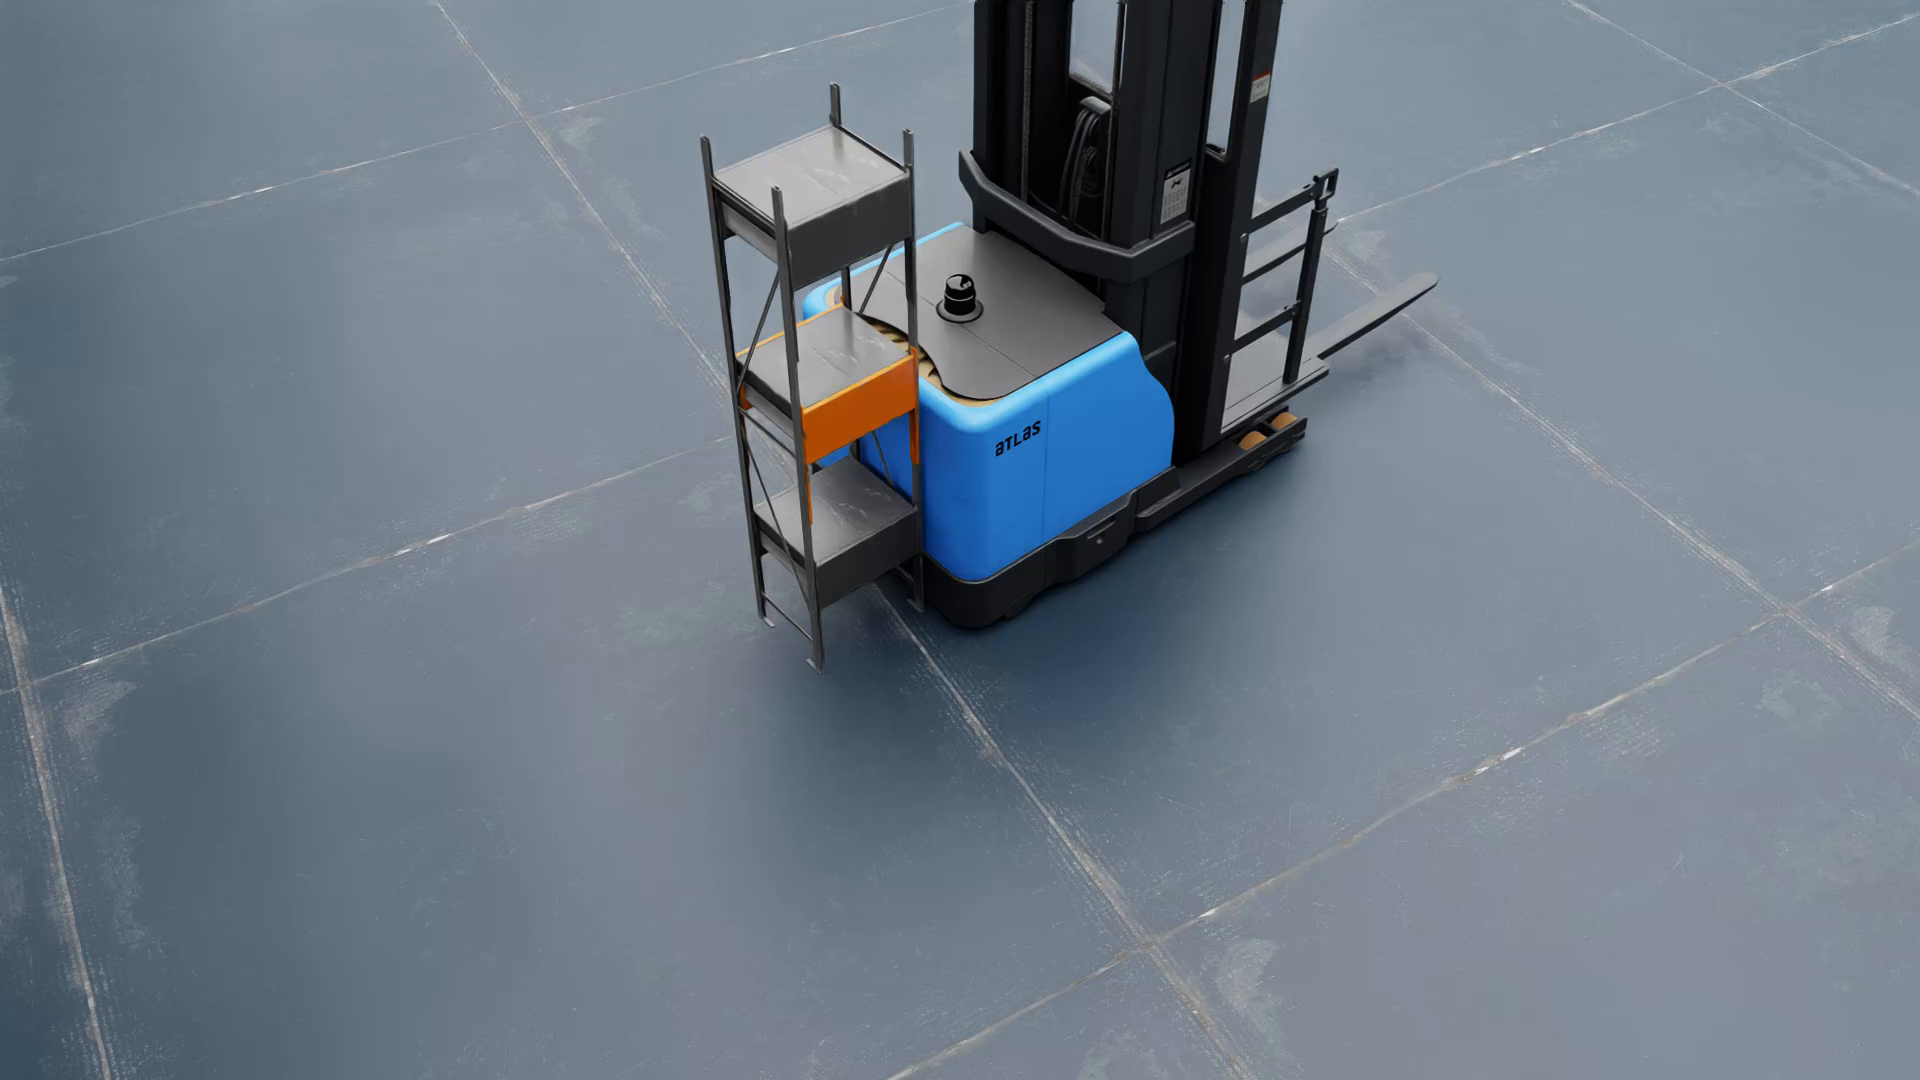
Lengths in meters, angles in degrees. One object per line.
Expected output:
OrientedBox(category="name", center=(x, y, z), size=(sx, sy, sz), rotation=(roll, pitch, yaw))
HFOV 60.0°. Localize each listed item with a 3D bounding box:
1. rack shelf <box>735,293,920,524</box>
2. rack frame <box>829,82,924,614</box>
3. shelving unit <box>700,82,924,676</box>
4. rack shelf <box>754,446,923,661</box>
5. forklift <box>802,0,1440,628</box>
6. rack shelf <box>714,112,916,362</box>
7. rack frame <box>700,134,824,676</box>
OrientedBox(category="rack shelf", center=(-0.460, -0.455, 5.731), size=(0.480, 0.518, 0.431), rotation=(-31, 52, -28))
OrientedBox(category="rack frame", center=(-0.274, -0.575, 5.835), size=(0.015, 2.100, 0.400), rotation=(-31, 52, -28))
OrientedBox(category="shelving unit", center=(-0.460, -0.465, 5.722), size=(0.503, 2.100, 0.431), rotation=(-31, 52, -28))
OrientedBox(category="rack shelf", center=(-0.460, 0.047, 6.219), size=(0.480, 0.518, 0.431), rotation=(-31, 52, -28))
OrientedBox(category="forklift", center=(0.850, -1.598, 6.292), size=(3.031, 2.935, 1.130), rotation=(-31, 52, -28))
OrientedBox(category="rack shelf", center=(-0.460, -0.958, 5.244), size=(0.480, 0.518, 0.431), rotation=(-31, 52, -28))
OrientedBox(category="rack frame", center=(-0.646, -0.355, 5.608), size=(0.015, 2.100, 0.400), rotation=(-31, 52, -28))
